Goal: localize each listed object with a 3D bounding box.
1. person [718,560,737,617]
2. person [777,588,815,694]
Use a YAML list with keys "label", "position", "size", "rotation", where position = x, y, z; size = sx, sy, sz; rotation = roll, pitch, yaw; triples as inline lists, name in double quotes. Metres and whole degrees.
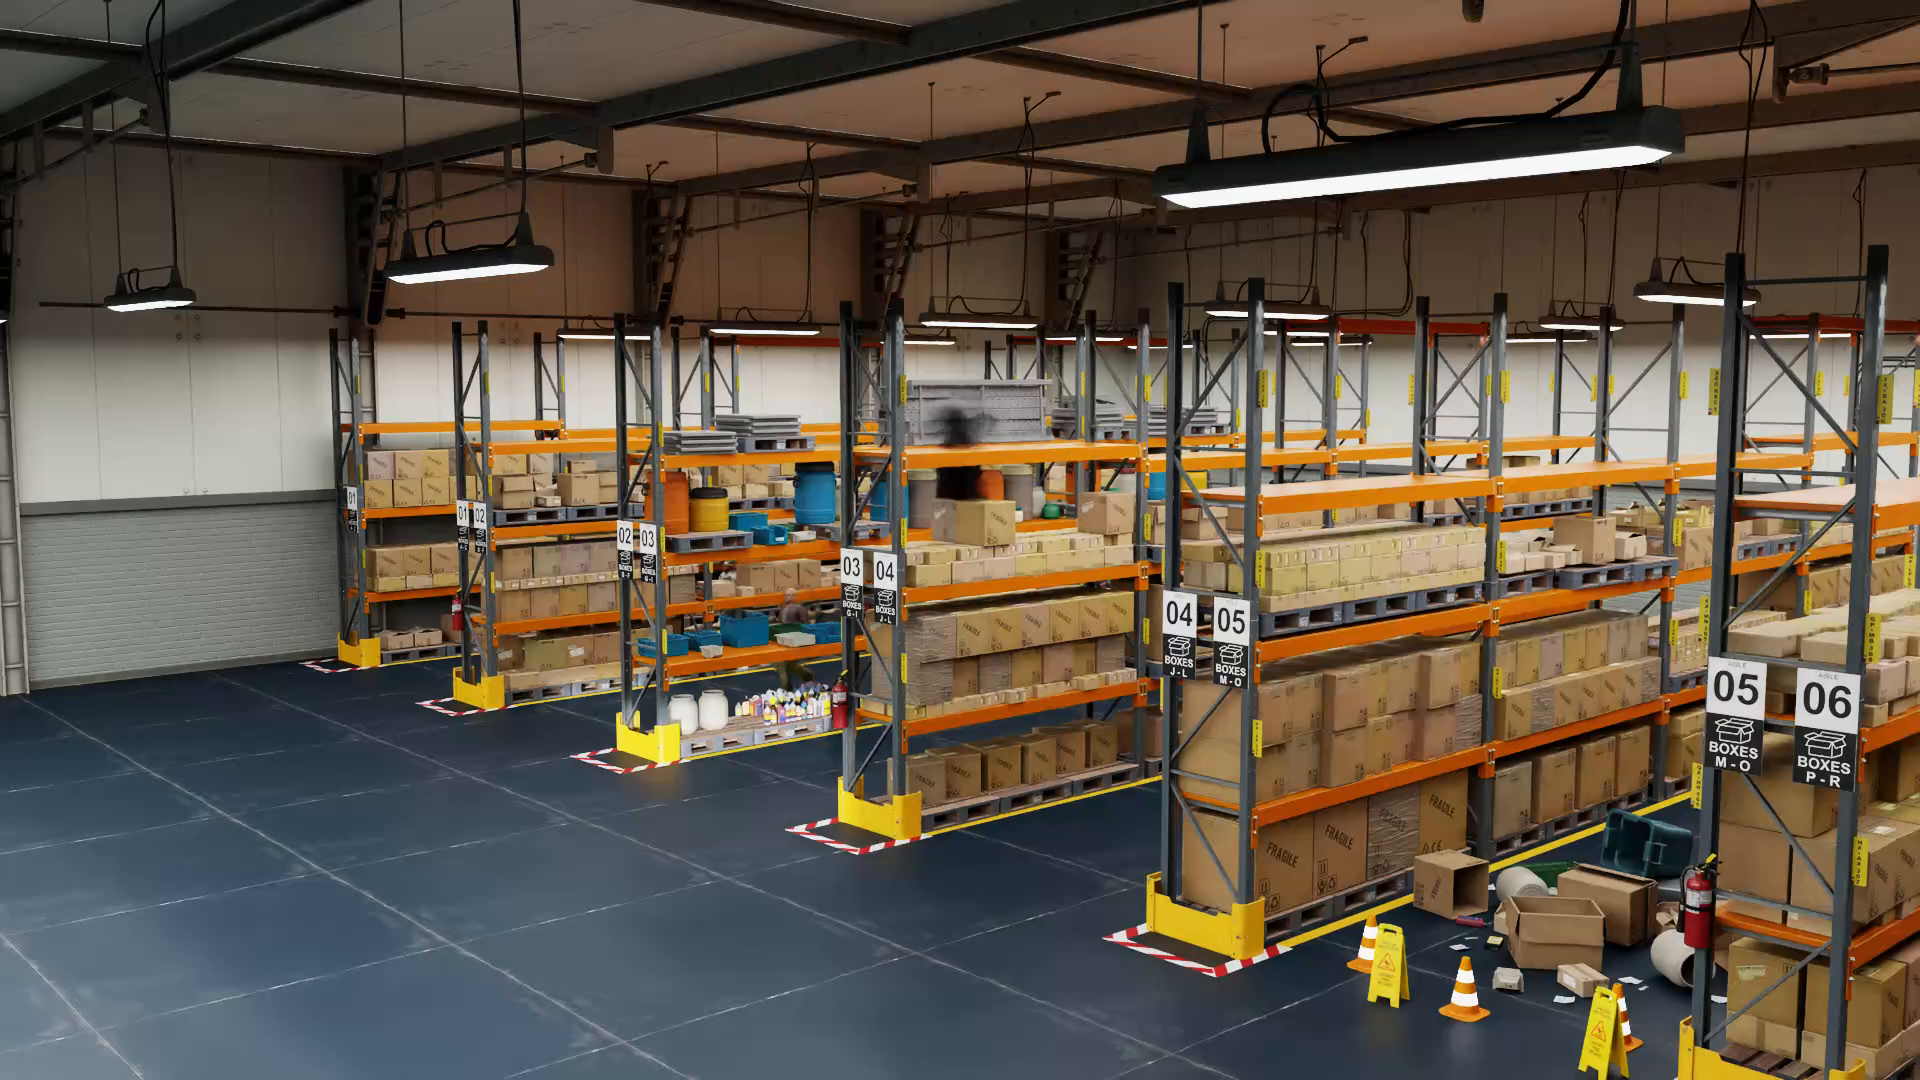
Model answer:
- label: "person"
  position: [-4.393, 1.185, 31.483]
  size: [0.578, 1.698, 0.870]
  rotation: [5, 7, 41]
- label: "person"
  position: [-2.708, 1.646, 26.803]
  size: [0.720, 1.762, 0.795]
  rotation: [4, 7, 38]
